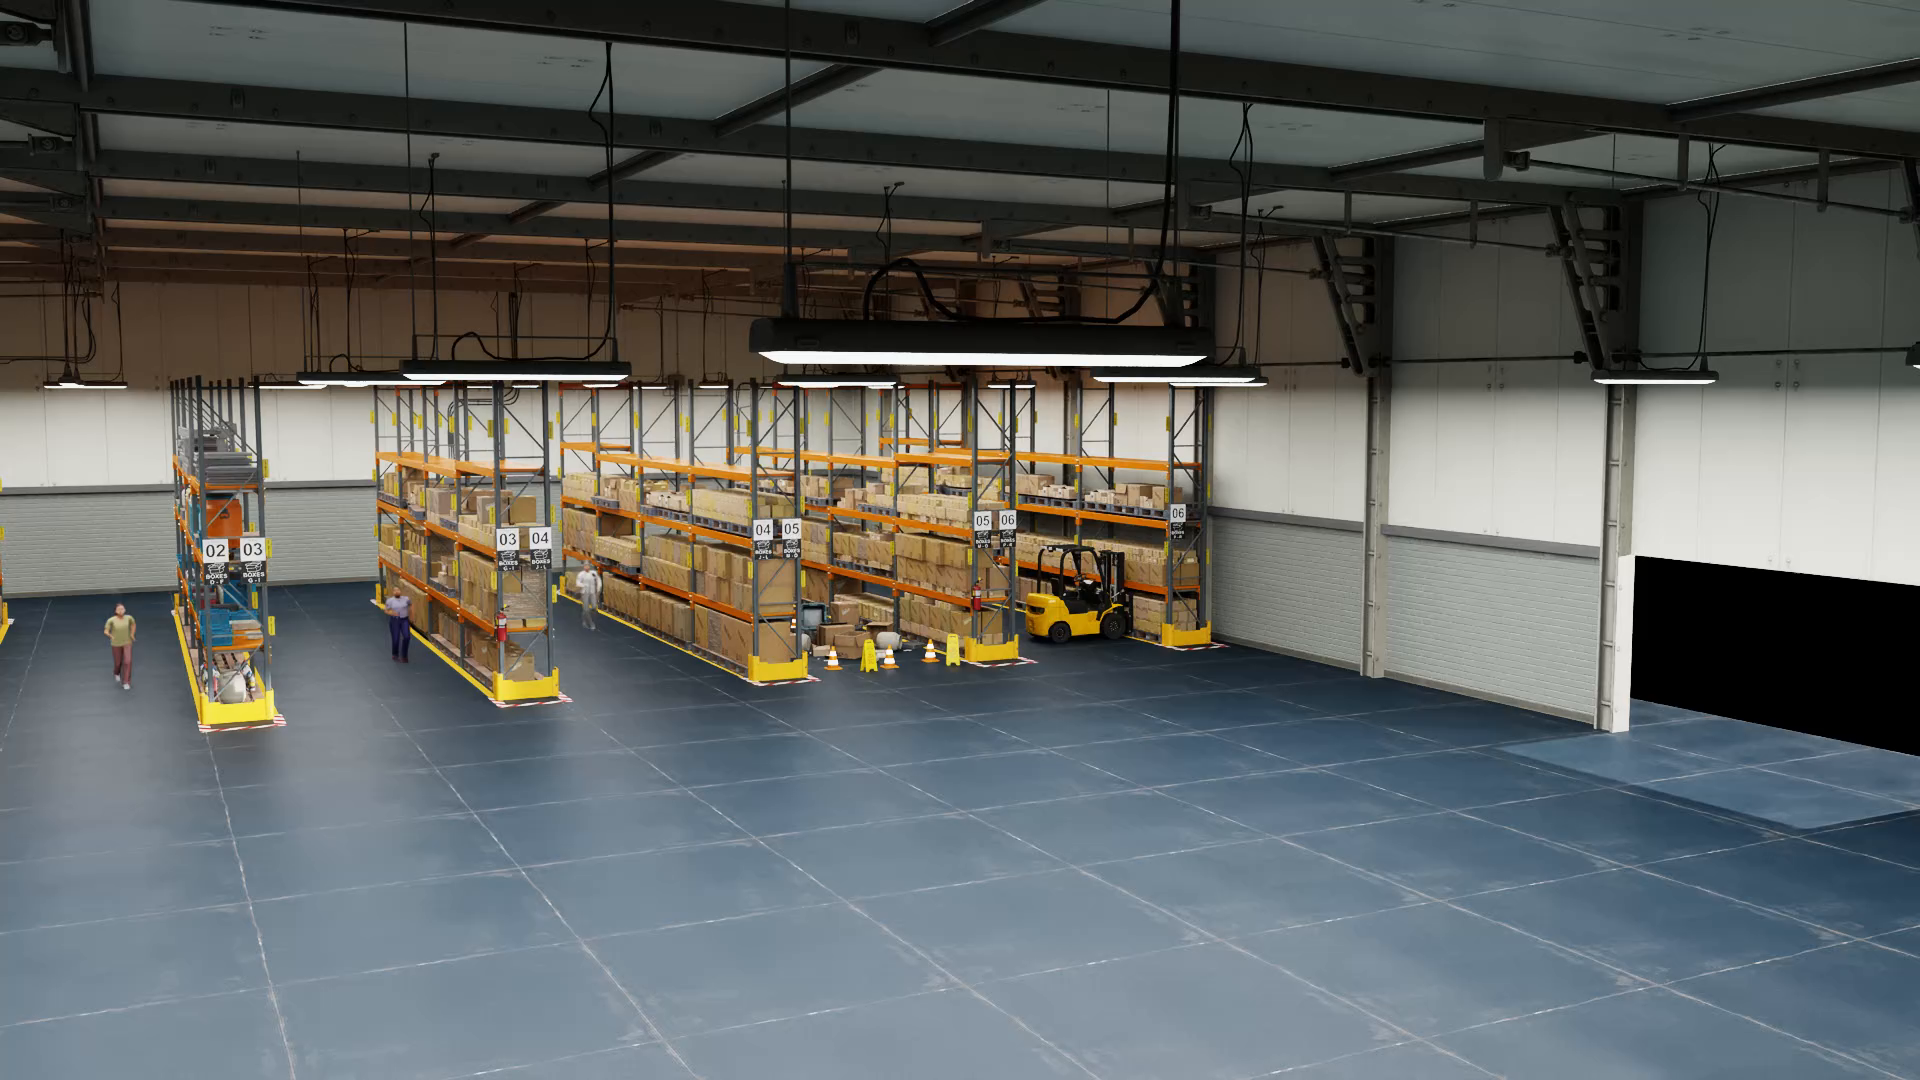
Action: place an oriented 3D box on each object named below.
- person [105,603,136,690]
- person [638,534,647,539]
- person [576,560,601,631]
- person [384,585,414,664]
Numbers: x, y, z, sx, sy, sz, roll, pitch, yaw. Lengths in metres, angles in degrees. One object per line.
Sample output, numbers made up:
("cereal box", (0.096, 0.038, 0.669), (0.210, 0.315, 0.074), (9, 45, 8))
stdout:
("person", (-16.240, 2.032, 32.192), (0.564, 1.656, 0.933), (-3, 6, -32))
("person", (-9.081, 0.645, 47.523), (0.583, 1.668, 0.882), (-3, 6, -30))
("person", (-8.973, 1.327, 40.218), (0.618, 1.728, 0.733), (-2, 5, -21))
("person", (-11.867, 1.800, 35.229), (0.608, 1.683, 0.733), (-2, 6, -23))
